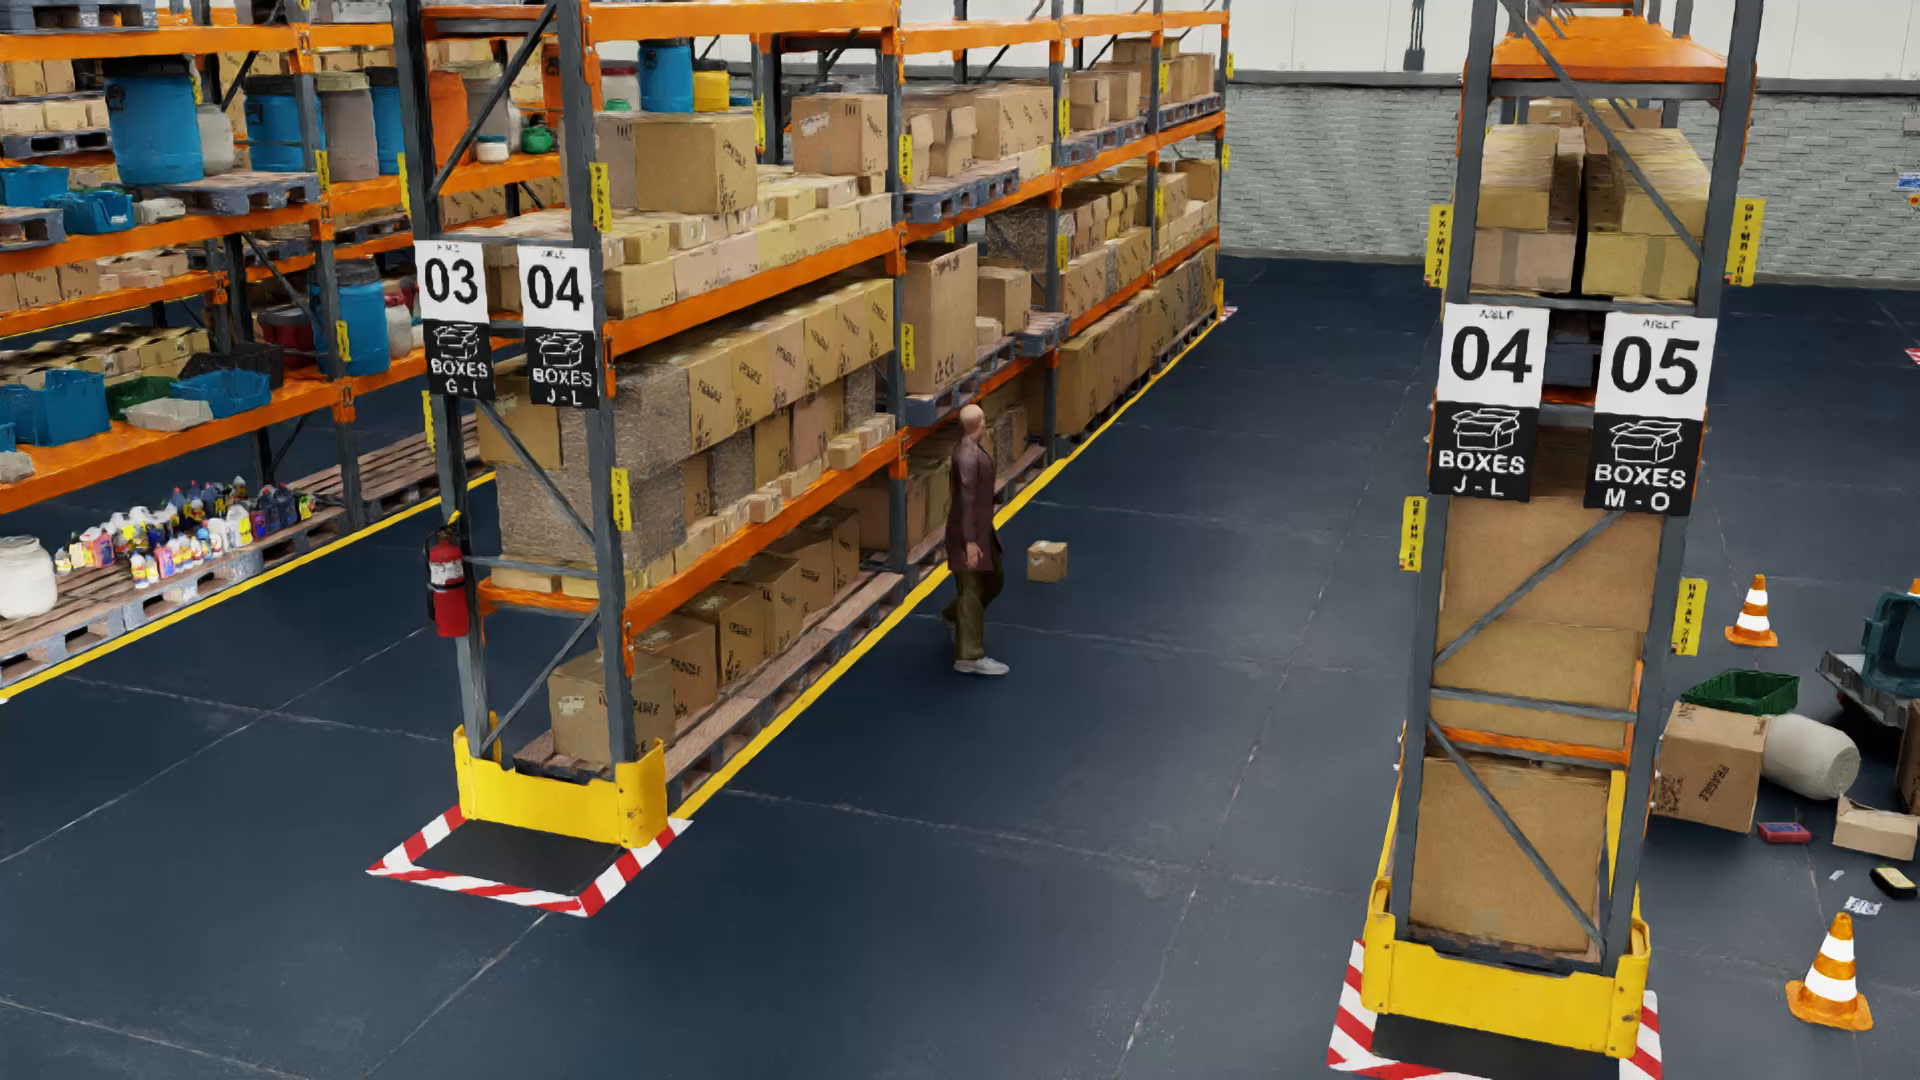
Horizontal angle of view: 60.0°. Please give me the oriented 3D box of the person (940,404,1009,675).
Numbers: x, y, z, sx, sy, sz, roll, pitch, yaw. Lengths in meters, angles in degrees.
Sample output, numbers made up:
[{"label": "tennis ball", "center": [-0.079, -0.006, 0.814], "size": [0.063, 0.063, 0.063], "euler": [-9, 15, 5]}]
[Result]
[{"label": "person", "center": [0.097, -0.025, 11.193], "size": [0.578, 1.741, 0.689], "euler": [3, 19, 10]}]
